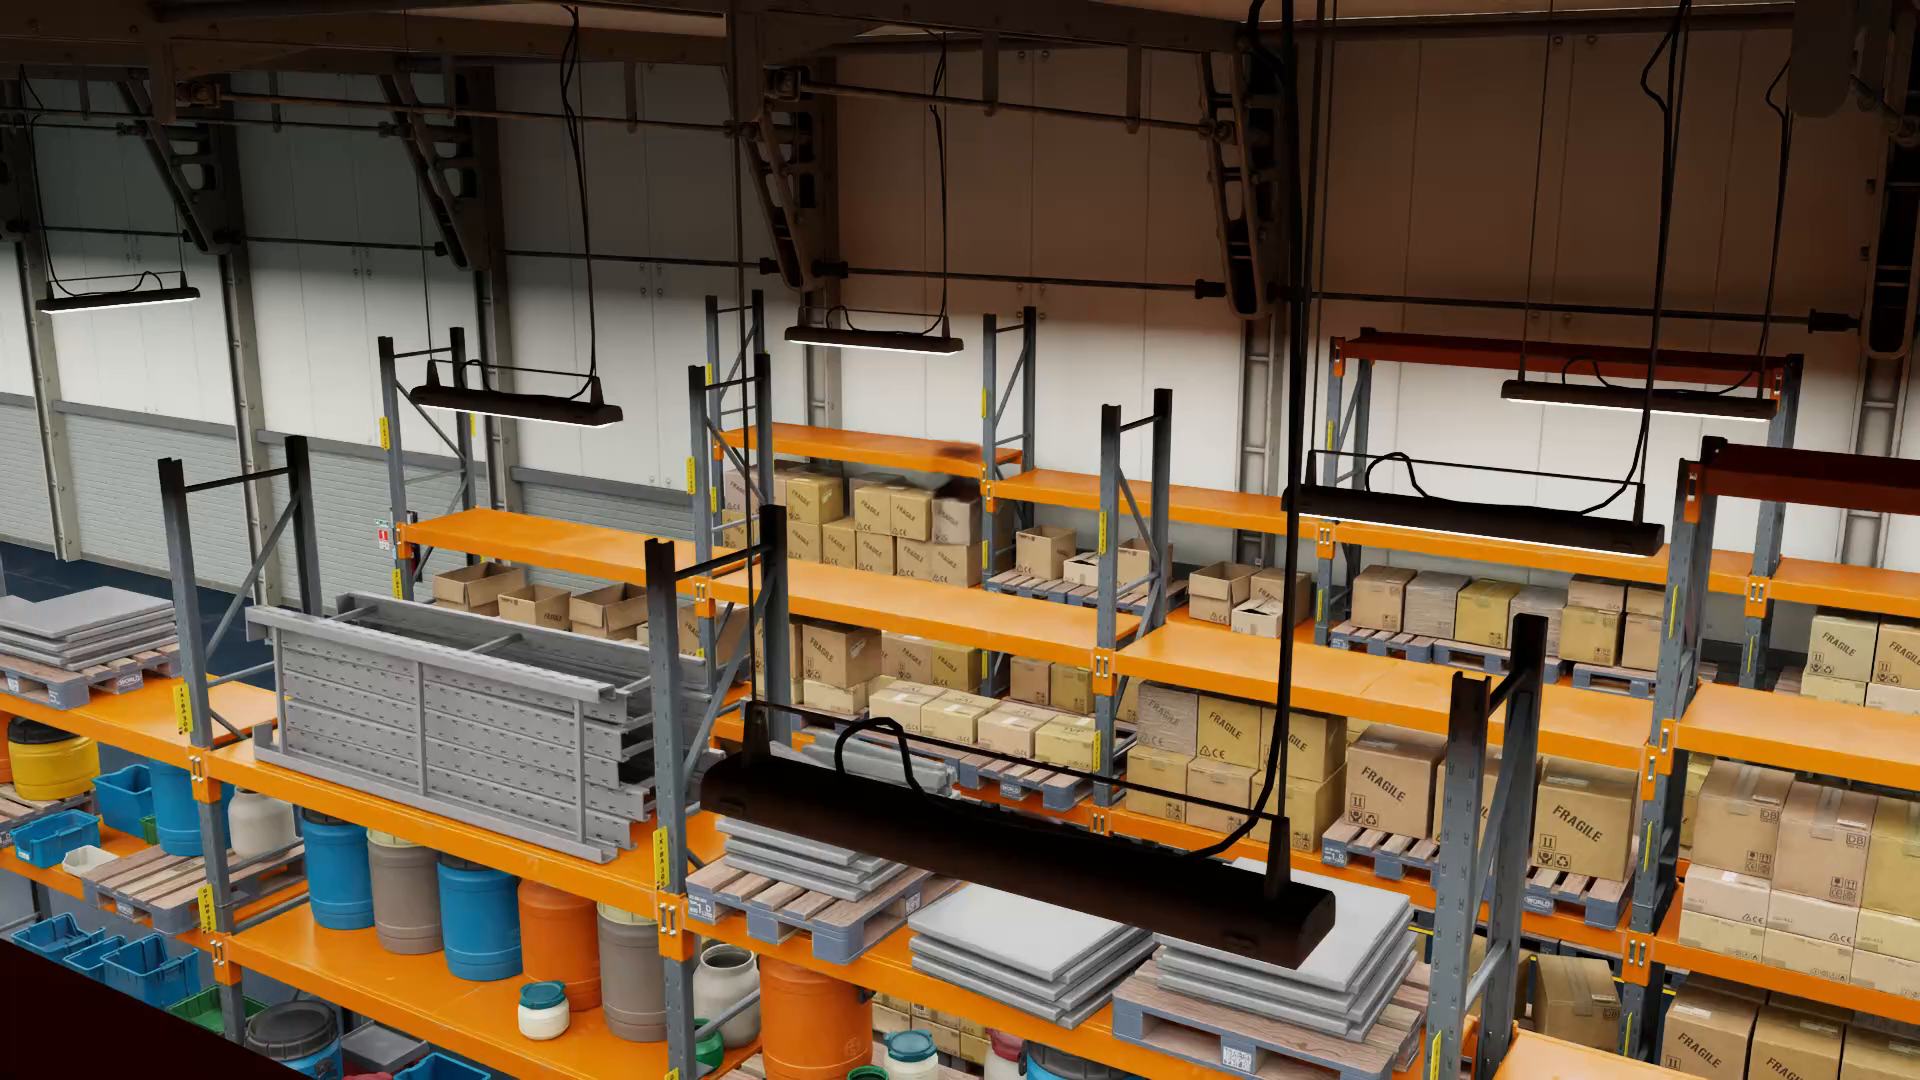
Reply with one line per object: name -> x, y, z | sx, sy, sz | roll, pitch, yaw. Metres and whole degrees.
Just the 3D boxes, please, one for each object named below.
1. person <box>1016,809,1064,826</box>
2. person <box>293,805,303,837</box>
person -> 0.811, 3.234, 16.439 | 0.602, 1.790, 0.428 | 9, 17, 33
person -> -7.144, 2.769, 18.438 | 0.630, 1.776, 0.606 | -7, 15, -25
